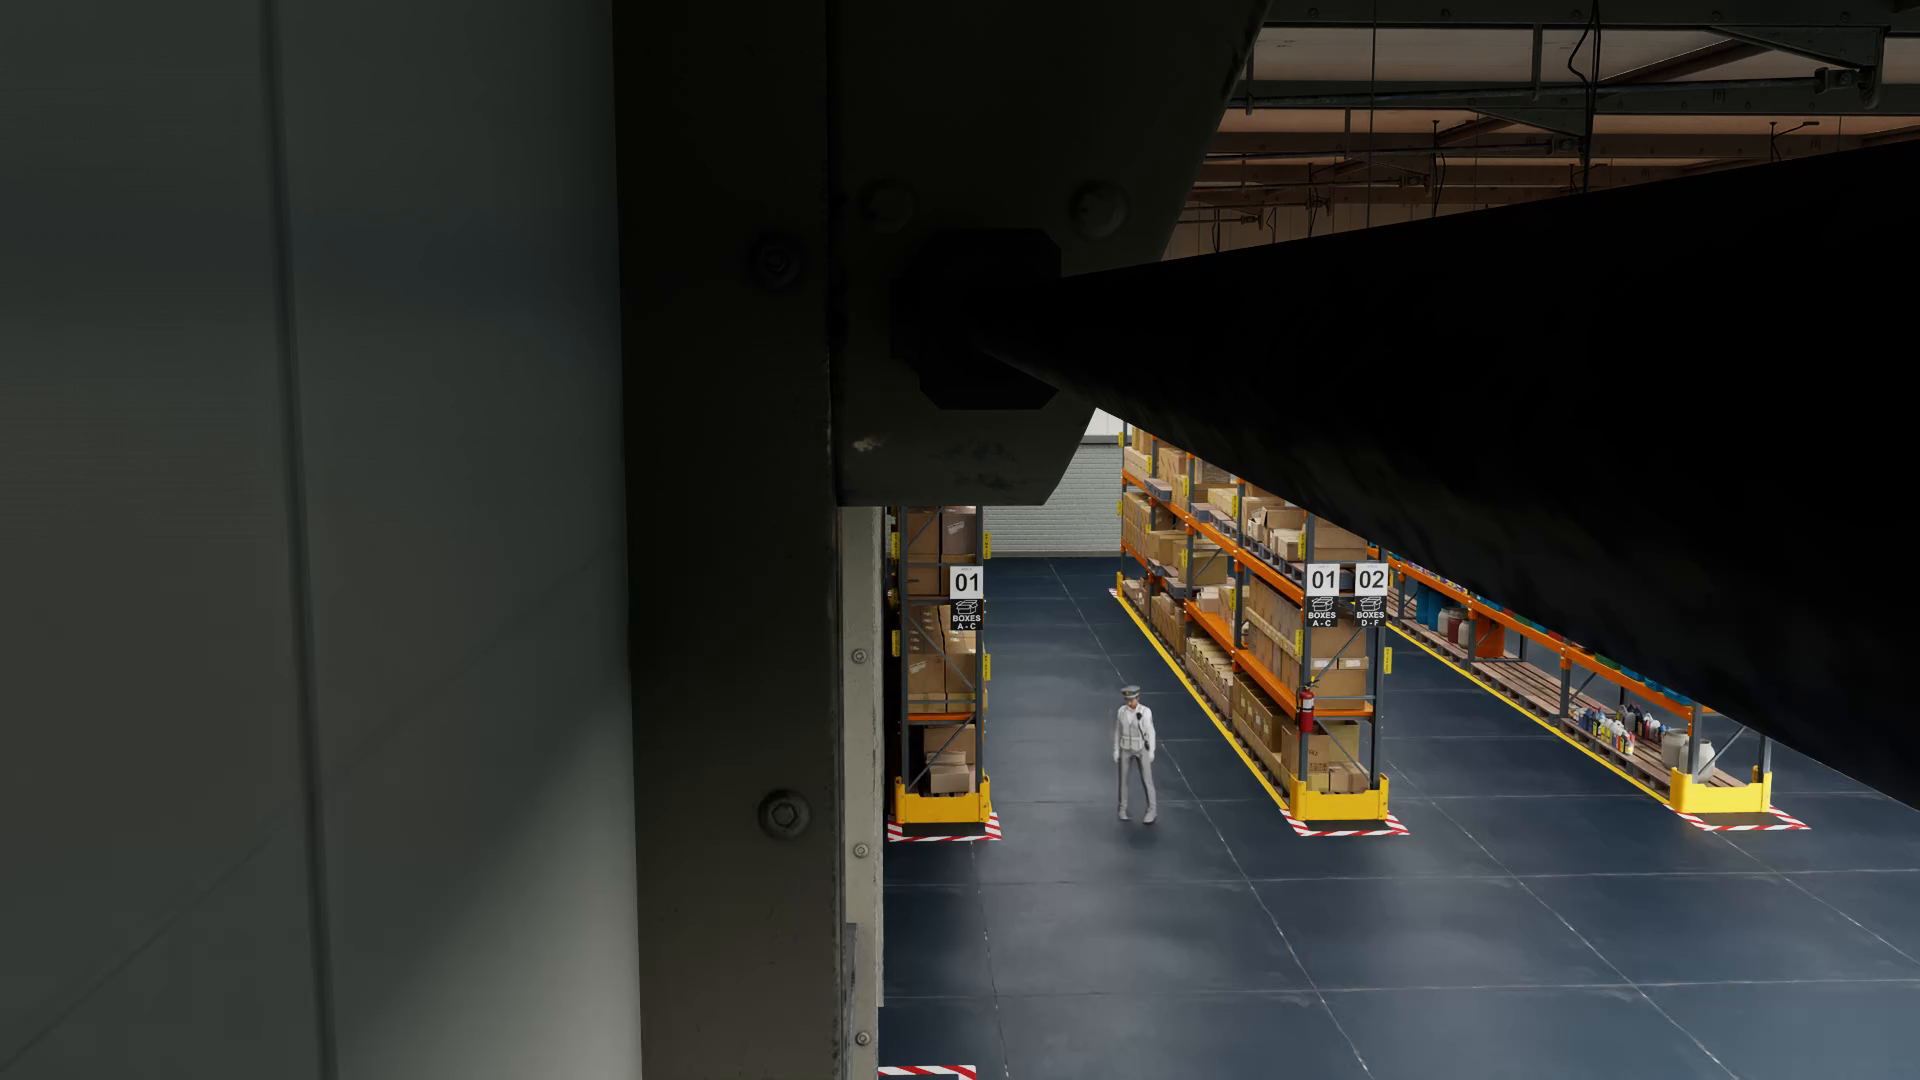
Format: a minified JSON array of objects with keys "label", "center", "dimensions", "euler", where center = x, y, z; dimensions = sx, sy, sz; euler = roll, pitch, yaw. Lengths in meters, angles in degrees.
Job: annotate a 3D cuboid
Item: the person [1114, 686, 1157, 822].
[{"label":"person","center":[2.167,2.624,20.588],"dimensions":[0.562,1.666,0.372],"euler":[4,9,25]}]
